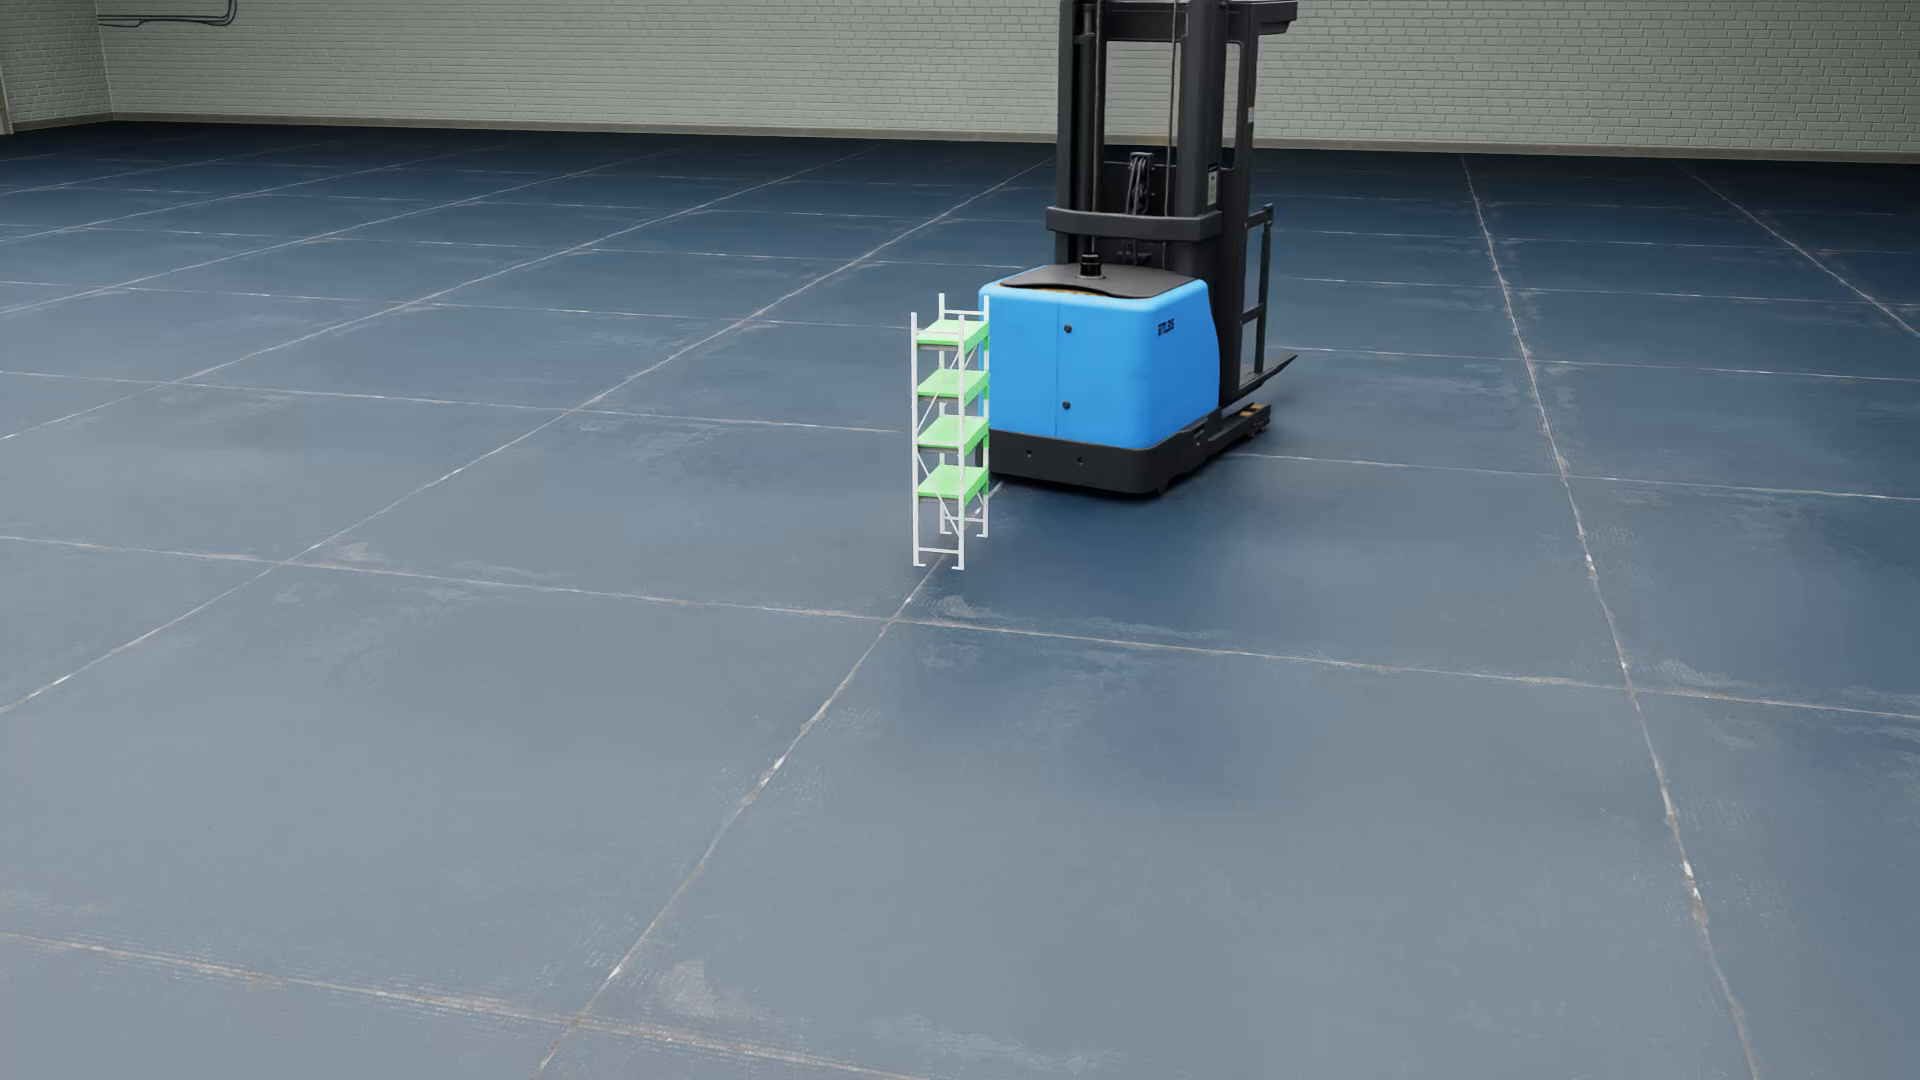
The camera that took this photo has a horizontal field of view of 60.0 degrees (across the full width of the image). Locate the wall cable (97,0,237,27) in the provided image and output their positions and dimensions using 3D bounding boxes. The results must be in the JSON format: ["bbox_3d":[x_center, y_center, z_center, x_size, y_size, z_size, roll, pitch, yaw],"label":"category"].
[{"bbox_3d":[-14.562,-10.586,30.062,3.097,2.526,0.112,5,19,13],"label":"wall cable"}]

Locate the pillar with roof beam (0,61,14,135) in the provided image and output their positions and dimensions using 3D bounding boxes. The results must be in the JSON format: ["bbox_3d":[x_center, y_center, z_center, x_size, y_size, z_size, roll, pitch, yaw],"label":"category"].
[{"bbox_3d":[-12.390,-10.896,26.167,9.100,9.000,0.400,5,19,13],"label":"pillar with roof beam"}]

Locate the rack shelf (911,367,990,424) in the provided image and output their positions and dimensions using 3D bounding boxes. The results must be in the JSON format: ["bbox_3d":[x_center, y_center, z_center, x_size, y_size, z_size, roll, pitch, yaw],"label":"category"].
[{"bbox_3d":[-0.040,-0.683,7.785,0.258,0.148,0.480,5,19,13],"label":"rack shelf"}]

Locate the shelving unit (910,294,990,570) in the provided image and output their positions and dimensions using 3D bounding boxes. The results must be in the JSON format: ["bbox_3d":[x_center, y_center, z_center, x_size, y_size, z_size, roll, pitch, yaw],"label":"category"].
[{"bbox_3d":[-0.040,-0.516,7.842,0.258,1.200,0.503,5,19,13],"label":"shelving unit"}]

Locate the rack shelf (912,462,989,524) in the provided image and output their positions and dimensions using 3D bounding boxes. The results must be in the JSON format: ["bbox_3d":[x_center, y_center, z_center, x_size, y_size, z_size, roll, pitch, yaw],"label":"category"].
[{"bbox_3d":[-0.040,-0.228,7.940,0.258,0.148,0.480,5,19,13],"label":"rack shelf"}]

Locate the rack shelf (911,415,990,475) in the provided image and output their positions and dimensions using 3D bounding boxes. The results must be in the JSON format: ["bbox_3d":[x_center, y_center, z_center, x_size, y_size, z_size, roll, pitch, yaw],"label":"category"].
[{"bbox_3d":[-0.040,-0.455,7.862,0.258,0.148,0.480,5,19,13],"label":"rack shelf"}]

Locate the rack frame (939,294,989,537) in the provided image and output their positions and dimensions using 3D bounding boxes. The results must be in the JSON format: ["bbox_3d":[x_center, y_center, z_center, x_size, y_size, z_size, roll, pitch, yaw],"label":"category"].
[{"bbox_3d":[0.019,-0.592,8.066,0.240,1.200,0.015,5,19,13],"label":"rack frame"}]

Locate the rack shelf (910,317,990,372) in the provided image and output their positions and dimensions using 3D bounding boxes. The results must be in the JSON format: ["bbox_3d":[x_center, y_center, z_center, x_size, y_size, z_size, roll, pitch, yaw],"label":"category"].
[{"bbox_3d":[-0.040,-0.910,7.707,0.258,0.148,0.480,5,19,13],"label":"rack shelf"}]

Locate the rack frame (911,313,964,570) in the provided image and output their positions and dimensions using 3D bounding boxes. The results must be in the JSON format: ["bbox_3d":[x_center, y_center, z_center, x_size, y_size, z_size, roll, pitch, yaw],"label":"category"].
[{"bbox_3d":[-0.100,-0.439,7.618,0.240,1.200,0.015,5,19,13],"label":"rack frame"}]

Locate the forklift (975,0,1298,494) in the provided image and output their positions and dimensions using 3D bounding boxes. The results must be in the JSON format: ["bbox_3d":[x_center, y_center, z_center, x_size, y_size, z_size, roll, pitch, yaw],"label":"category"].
[{"bbox_3d":[1.239,-2.057,9.674,1.130,2.935,3.031,10,21,27],"label":"forklift"}]
